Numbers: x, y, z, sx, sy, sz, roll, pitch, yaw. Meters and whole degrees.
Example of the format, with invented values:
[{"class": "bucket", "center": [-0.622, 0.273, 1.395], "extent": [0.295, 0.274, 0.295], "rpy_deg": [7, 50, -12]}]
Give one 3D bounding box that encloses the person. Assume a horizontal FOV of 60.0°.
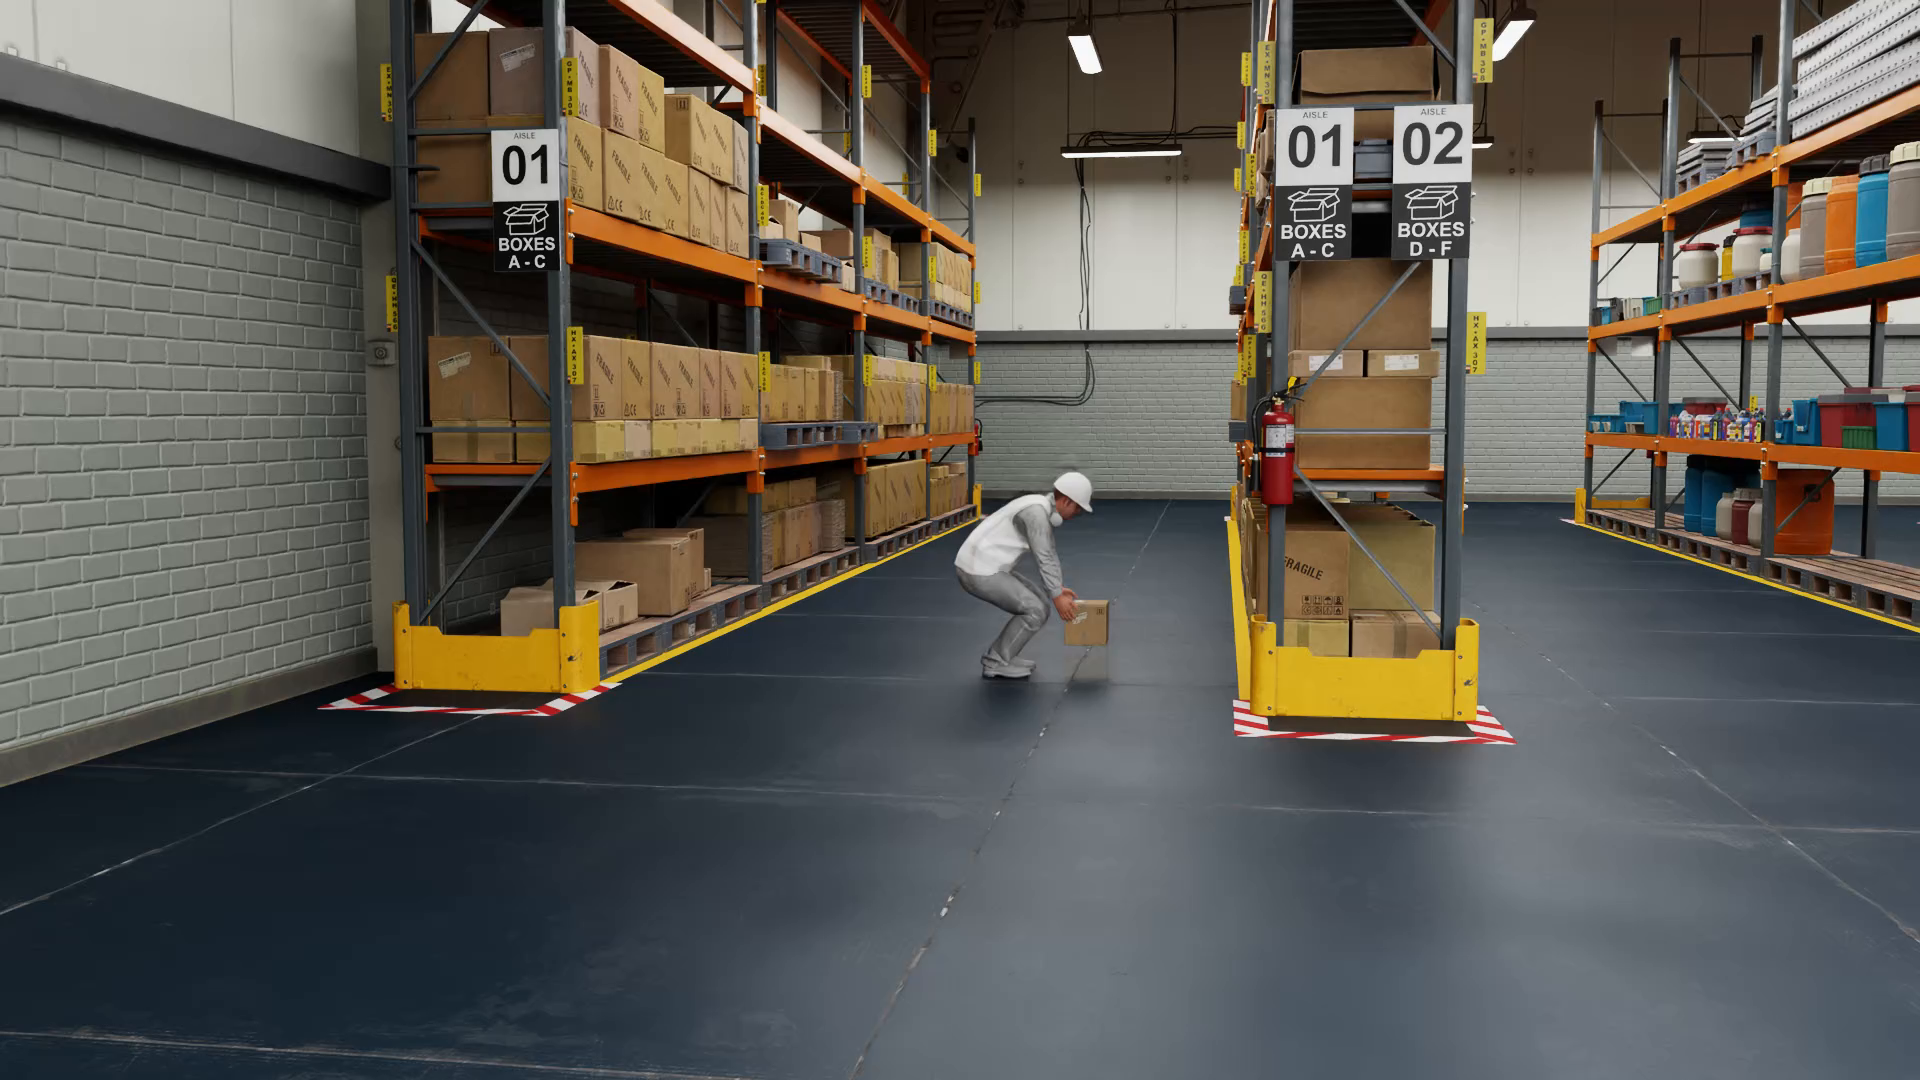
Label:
[{"class": "person", "center": [0.395, 0.202, 10.266], "extent": [0.837, 1.249, 0.579], "rpy_deg": [1, 4, 9]}]
